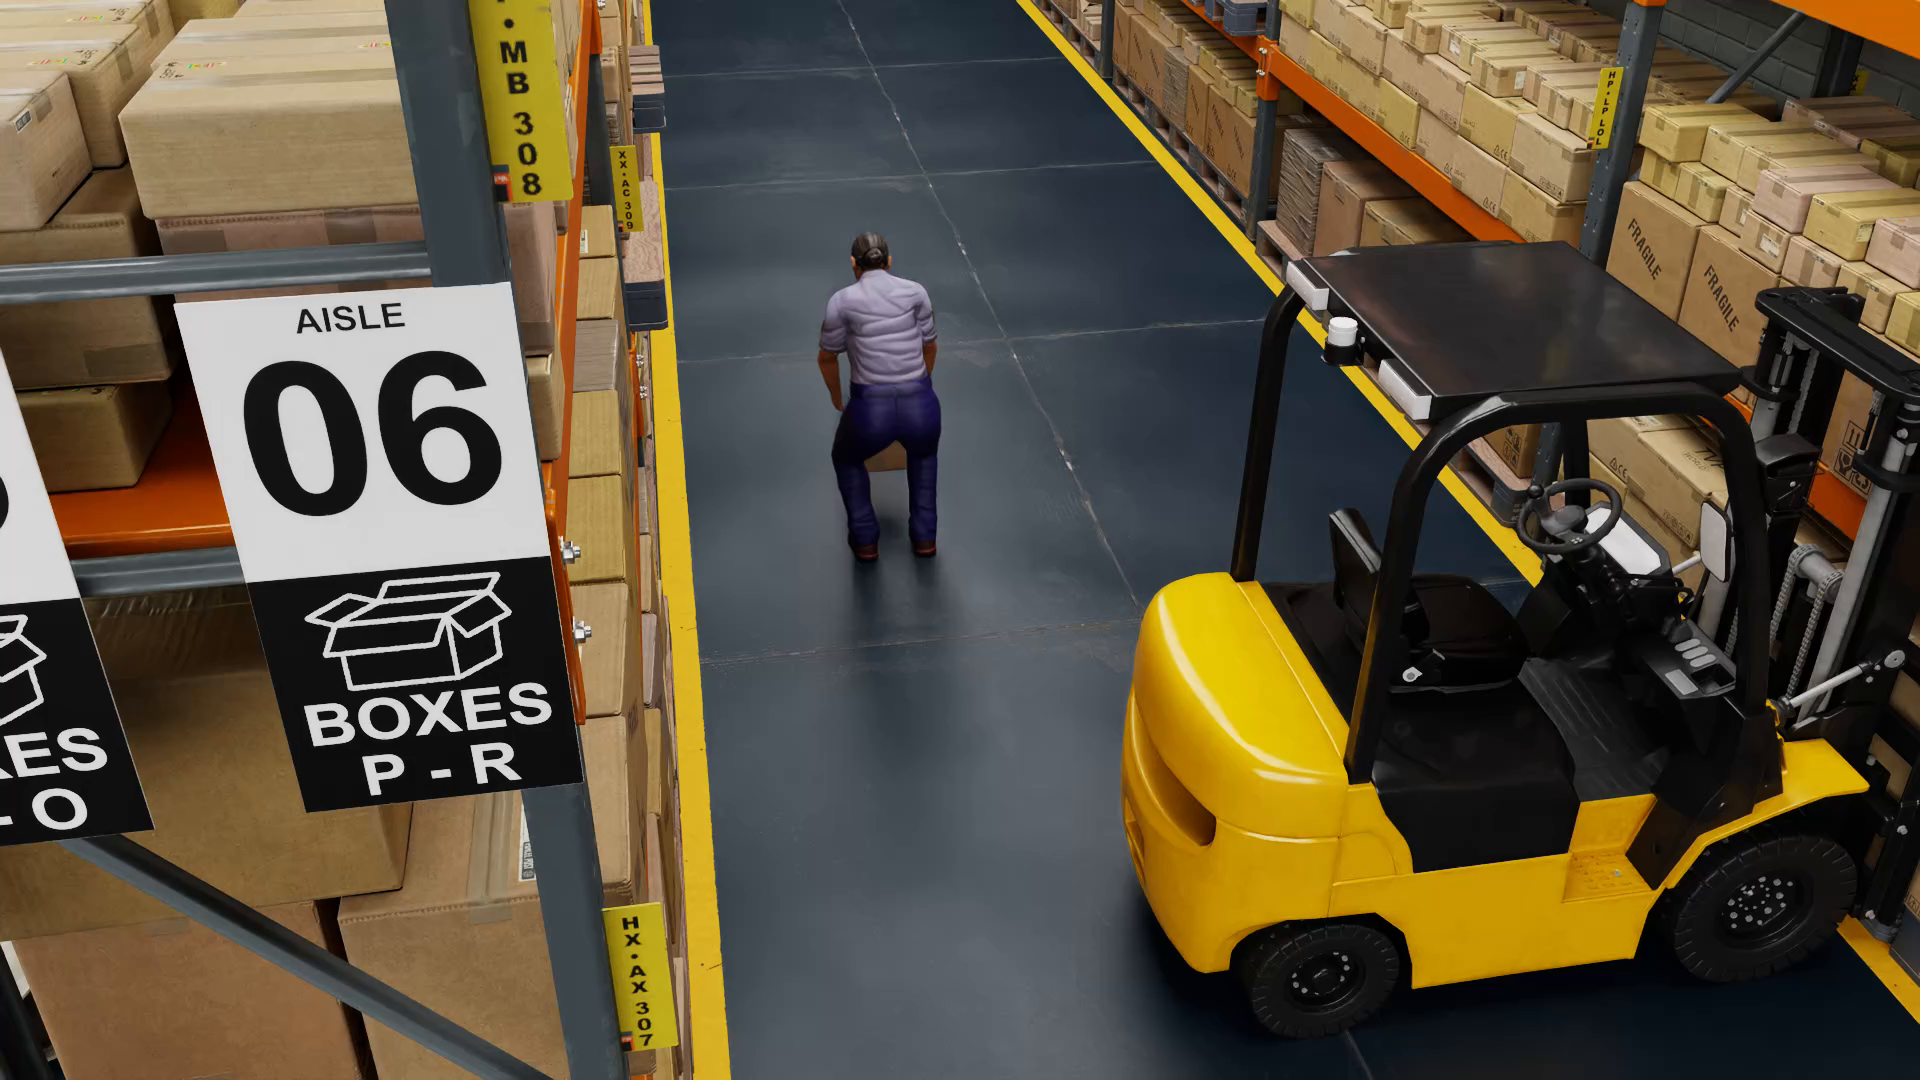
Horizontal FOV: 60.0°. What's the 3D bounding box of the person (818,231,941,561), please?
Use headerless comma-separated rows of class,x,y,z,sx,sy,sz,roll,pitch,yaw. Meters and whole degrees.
person,-0.350,-0.594,7.362,0.531,1.434,0.594,-5,31,-8
